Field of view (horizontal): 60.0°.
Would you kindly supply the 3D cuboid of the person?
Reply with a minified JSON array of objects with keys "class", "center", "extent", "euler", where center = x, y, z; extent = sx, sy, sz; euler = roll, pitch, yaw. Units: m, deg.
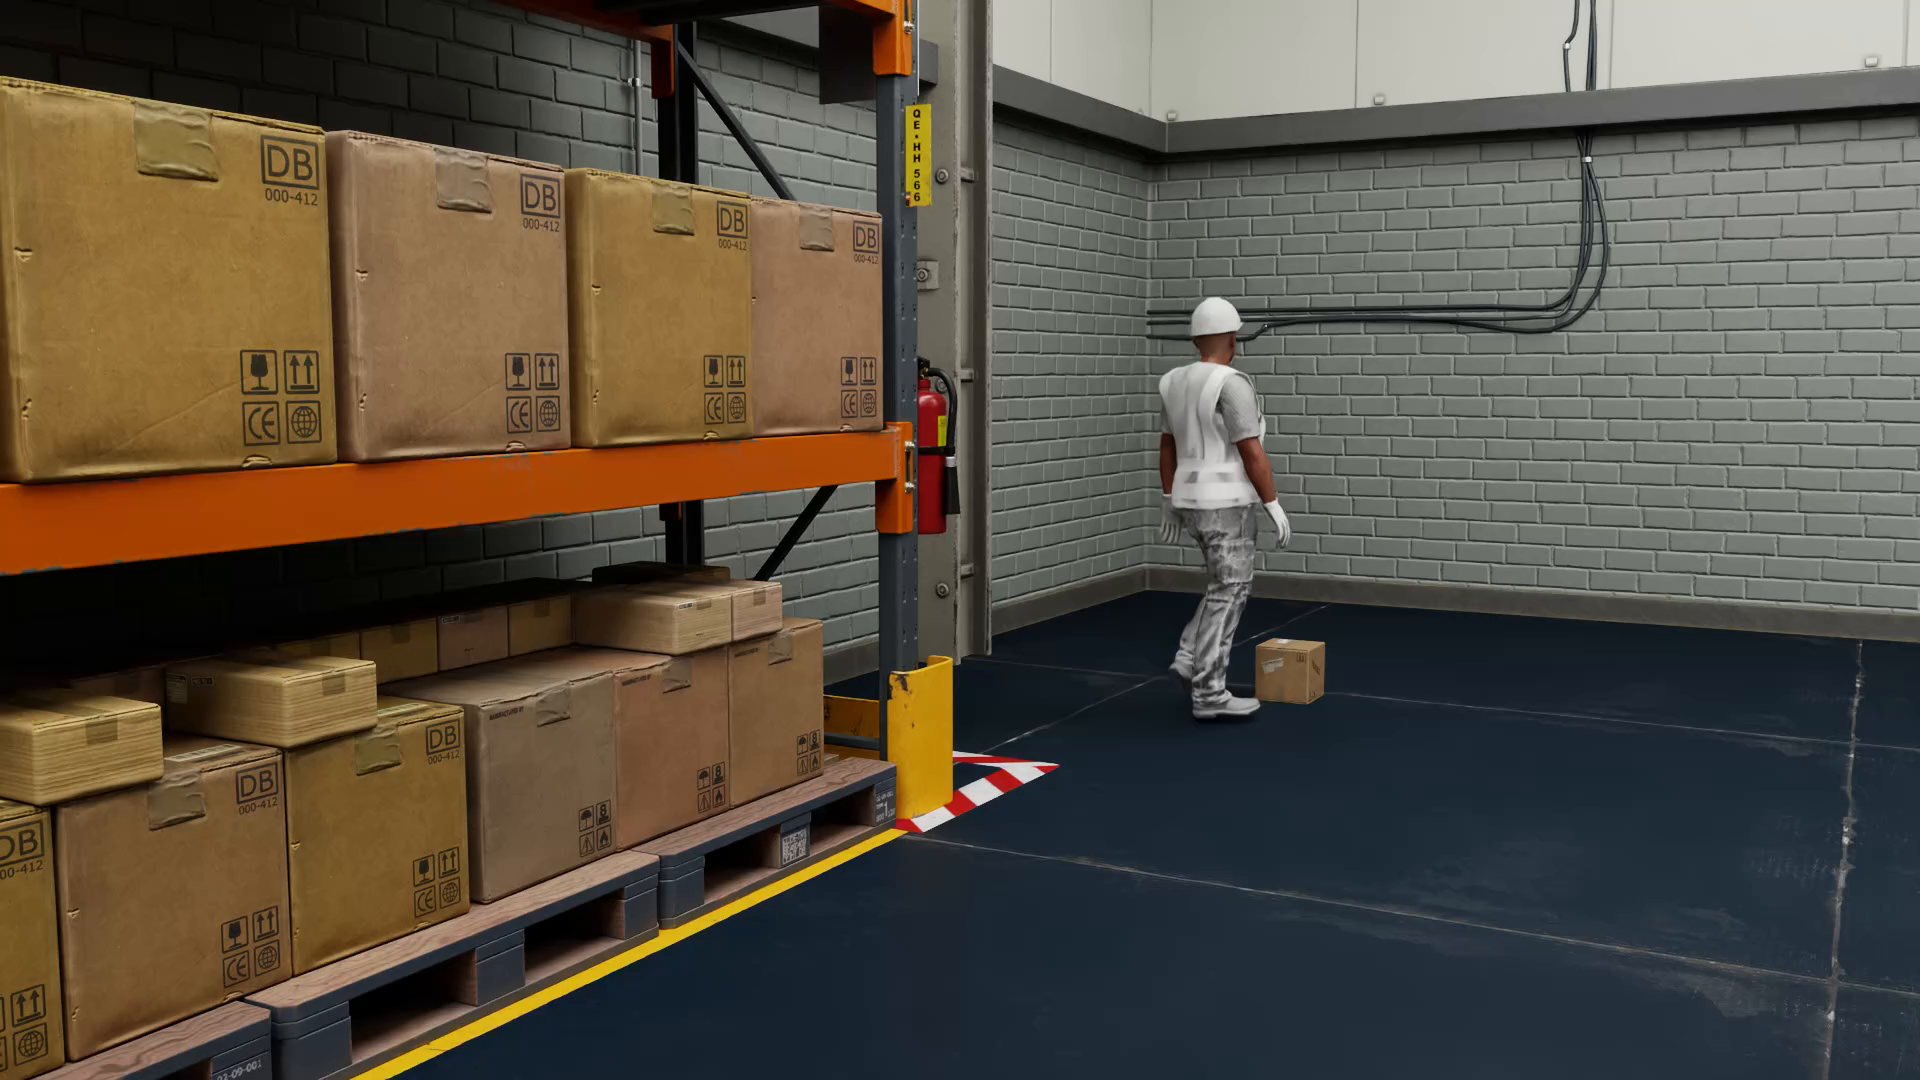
[{"class":"person","center":[1.136,-0.127,7.096],"extent":[0.460,1.792,0.567],"euler":[-2,6,-20]}]
